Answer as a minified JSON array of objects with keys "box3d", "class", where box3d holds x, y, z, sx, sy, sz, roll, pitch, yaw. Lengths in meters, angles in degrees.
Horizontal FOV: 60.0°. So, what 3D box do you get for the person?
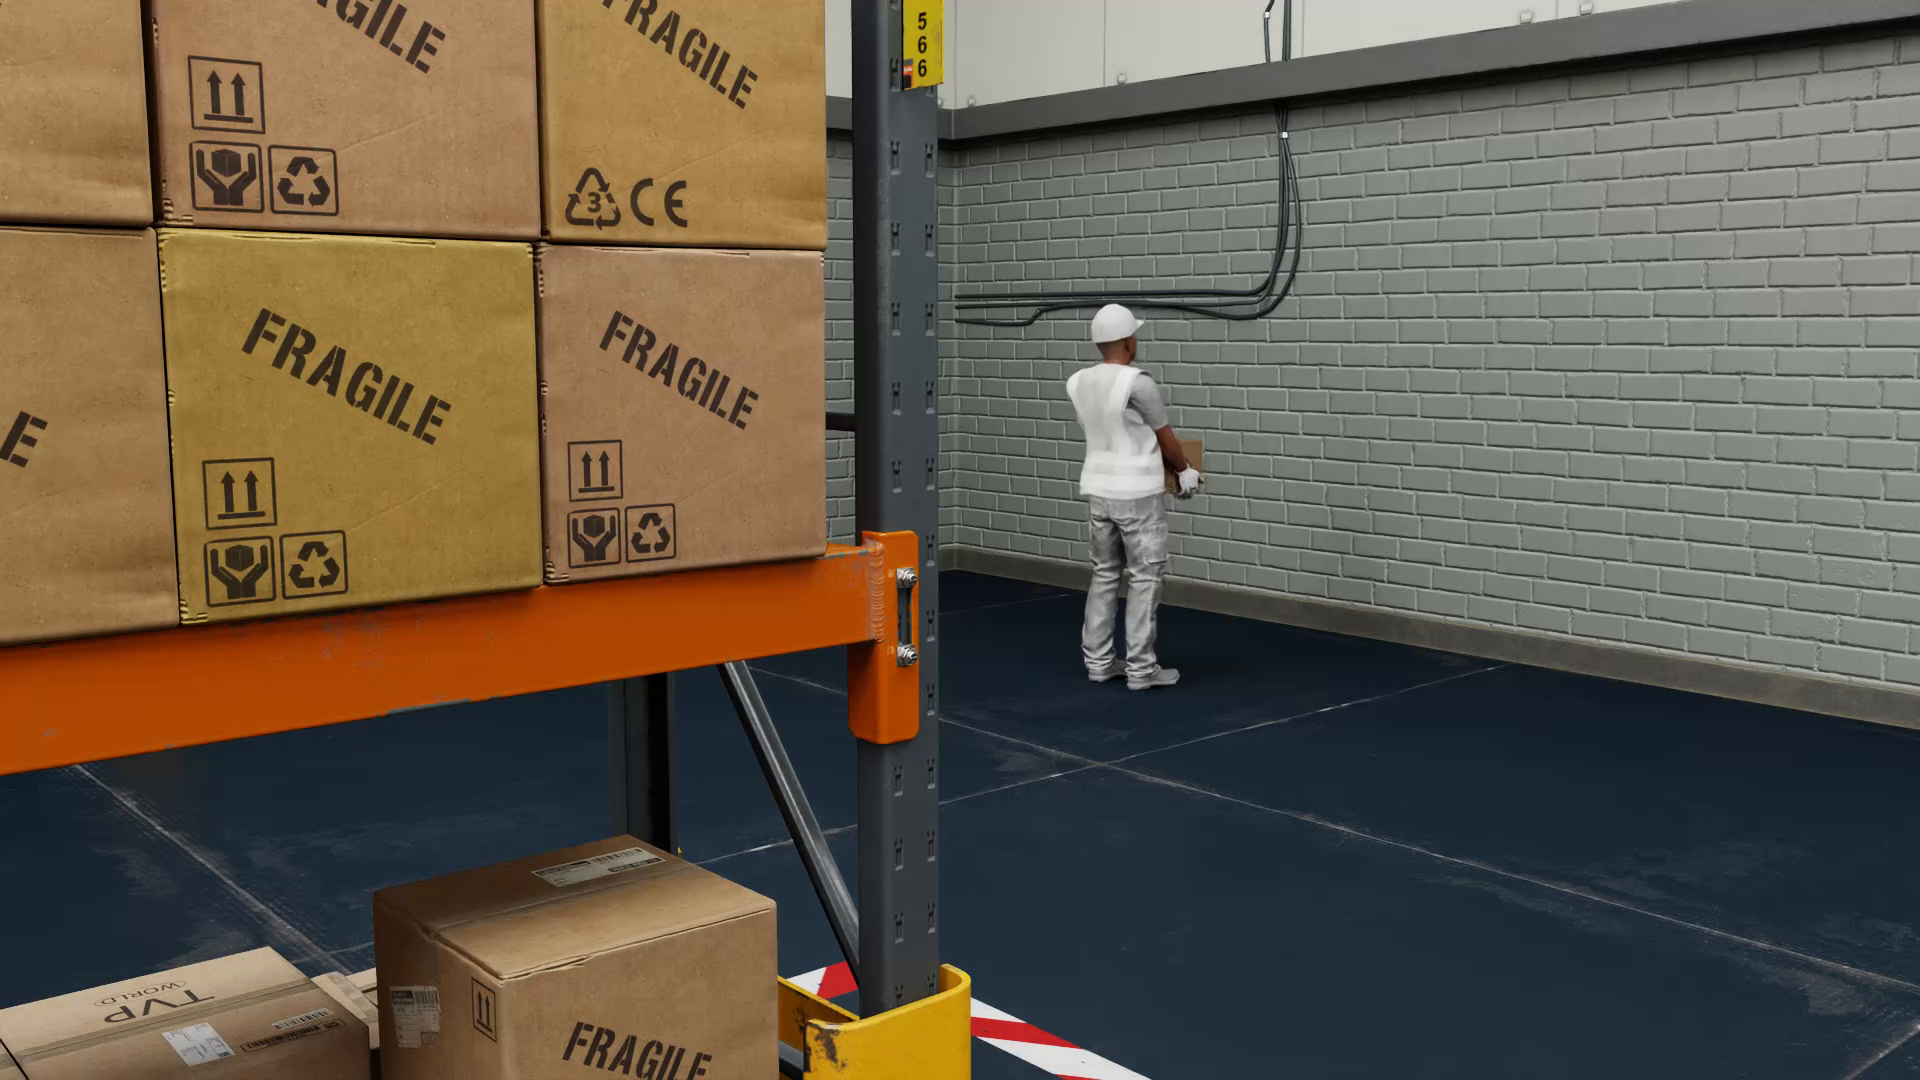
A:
[{"box3d":[0.841,-0.213,7.857,0.572,1.786,0.497,-5,9,-36],"class":"person"}]
